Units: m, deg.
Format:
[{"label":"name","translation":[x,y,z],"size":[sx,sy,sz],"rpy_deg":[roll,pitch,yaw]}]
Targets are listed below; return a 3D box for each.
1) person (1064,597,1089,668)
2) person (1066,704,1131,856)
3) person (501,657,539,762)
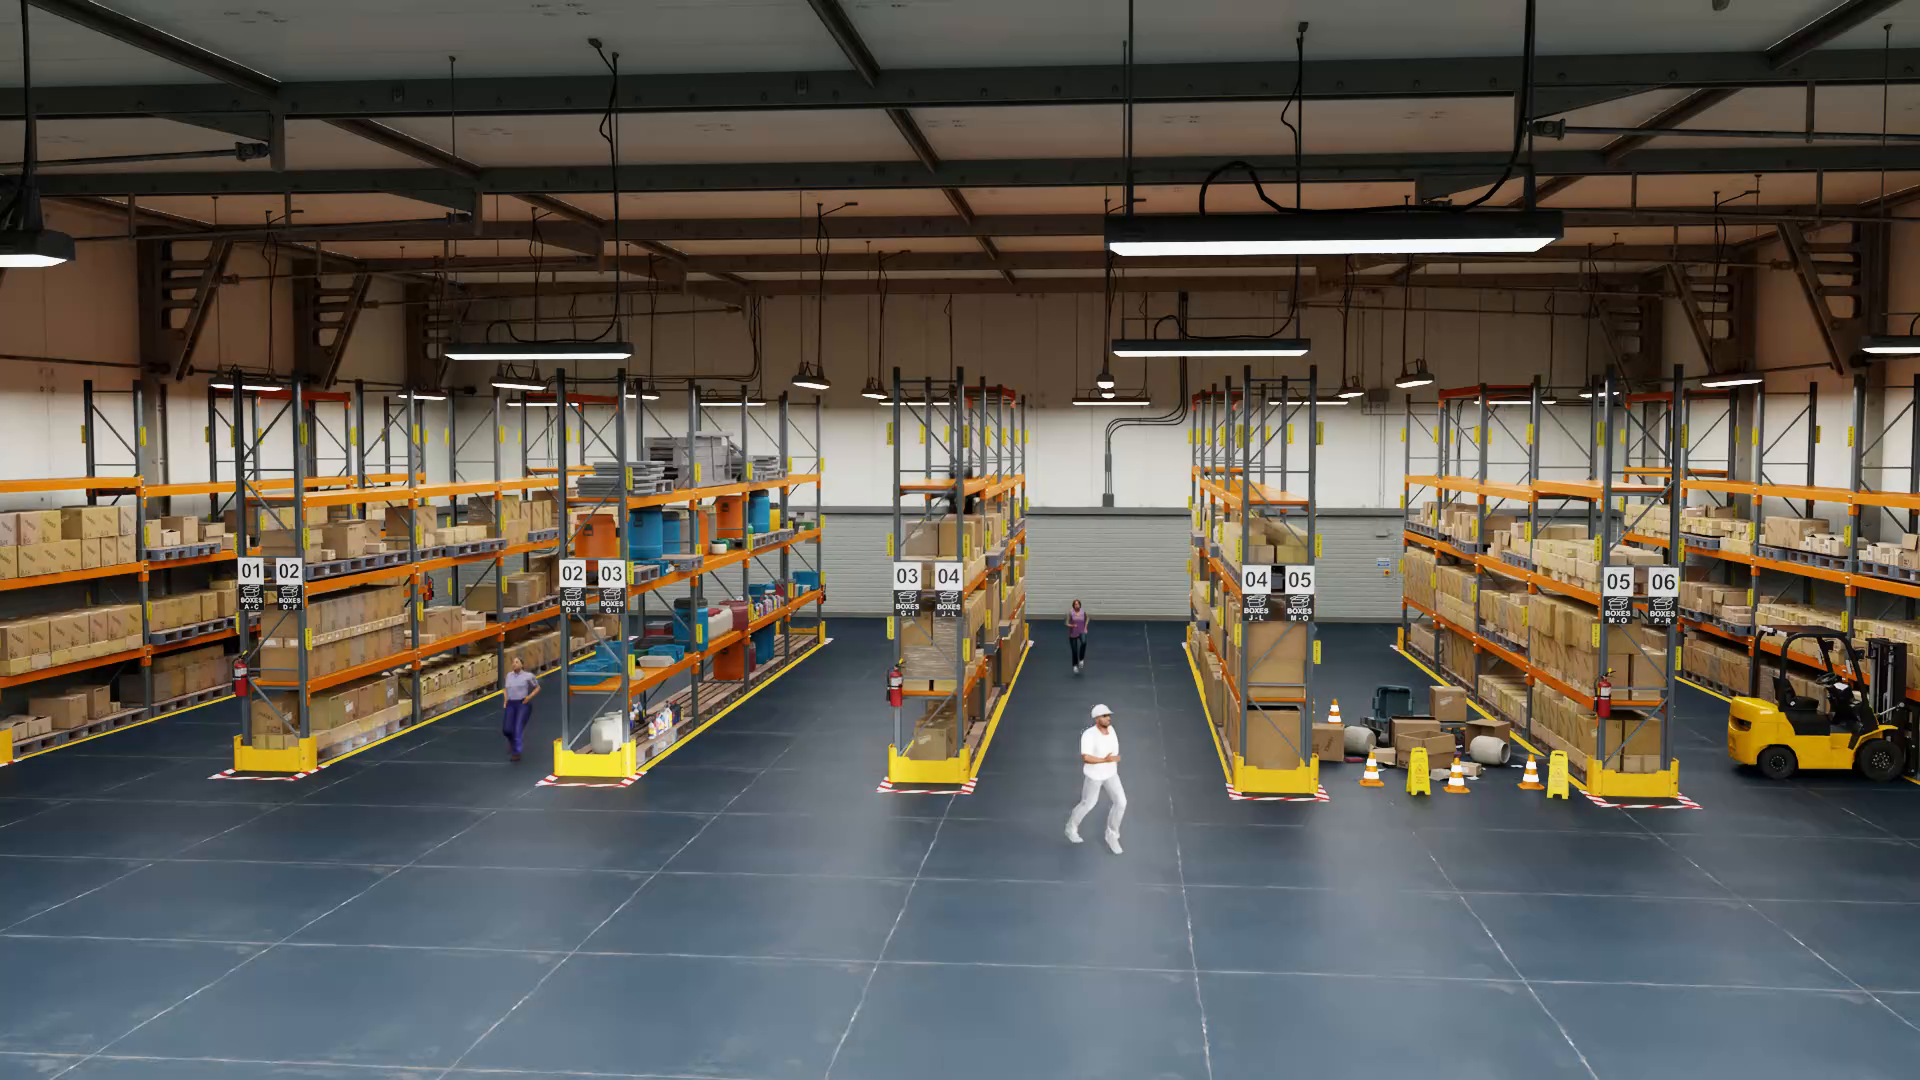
[{"label":"person","translation":[2.437,1.914,34.661],"size":[0.529,1.443,0.831],"rpy_deg":[0,4,1]},{"label":"person","translation":[1.714,2.876,20.100],"size":[0.710,1.820,0.906],"rpy_deg":[-3,5,-40]},{"label":"person","translation":[-6.862,2.612,25.745],"size":[0.602,1.587,0.507],"rpy_deg":[1,4,10]}]
